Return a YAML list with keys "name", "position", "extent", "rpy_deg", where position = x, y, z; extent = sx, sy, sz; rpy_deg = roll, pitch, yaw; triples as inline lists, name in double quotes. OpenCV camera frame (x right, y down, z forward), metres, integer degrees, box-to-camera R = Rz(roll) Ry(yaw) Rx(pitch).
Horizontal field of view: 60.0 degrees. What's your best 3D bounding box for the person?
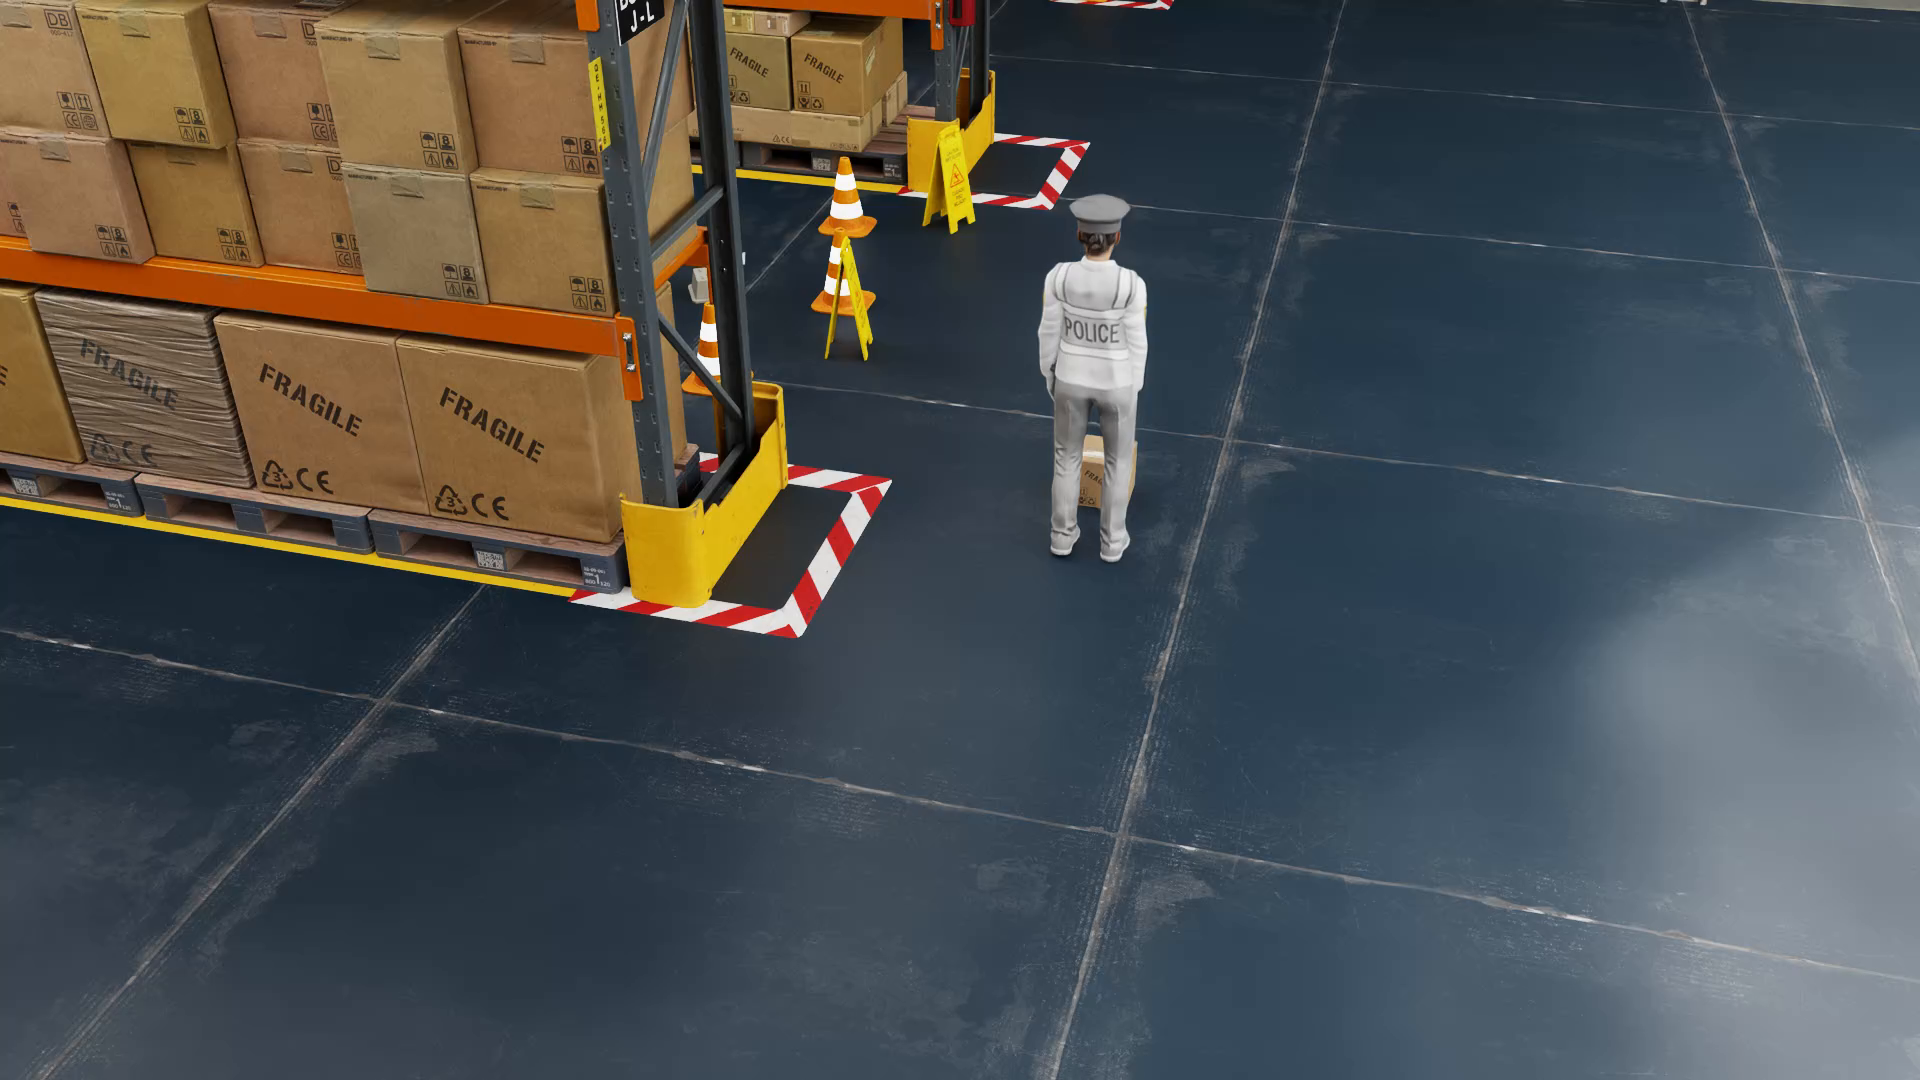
- name: "person"
  position: [0.569, -0.672, 7.183]
  extent: [0.471, 1.666, 0.327]
  rpy_deg: [9, 34, 13]
